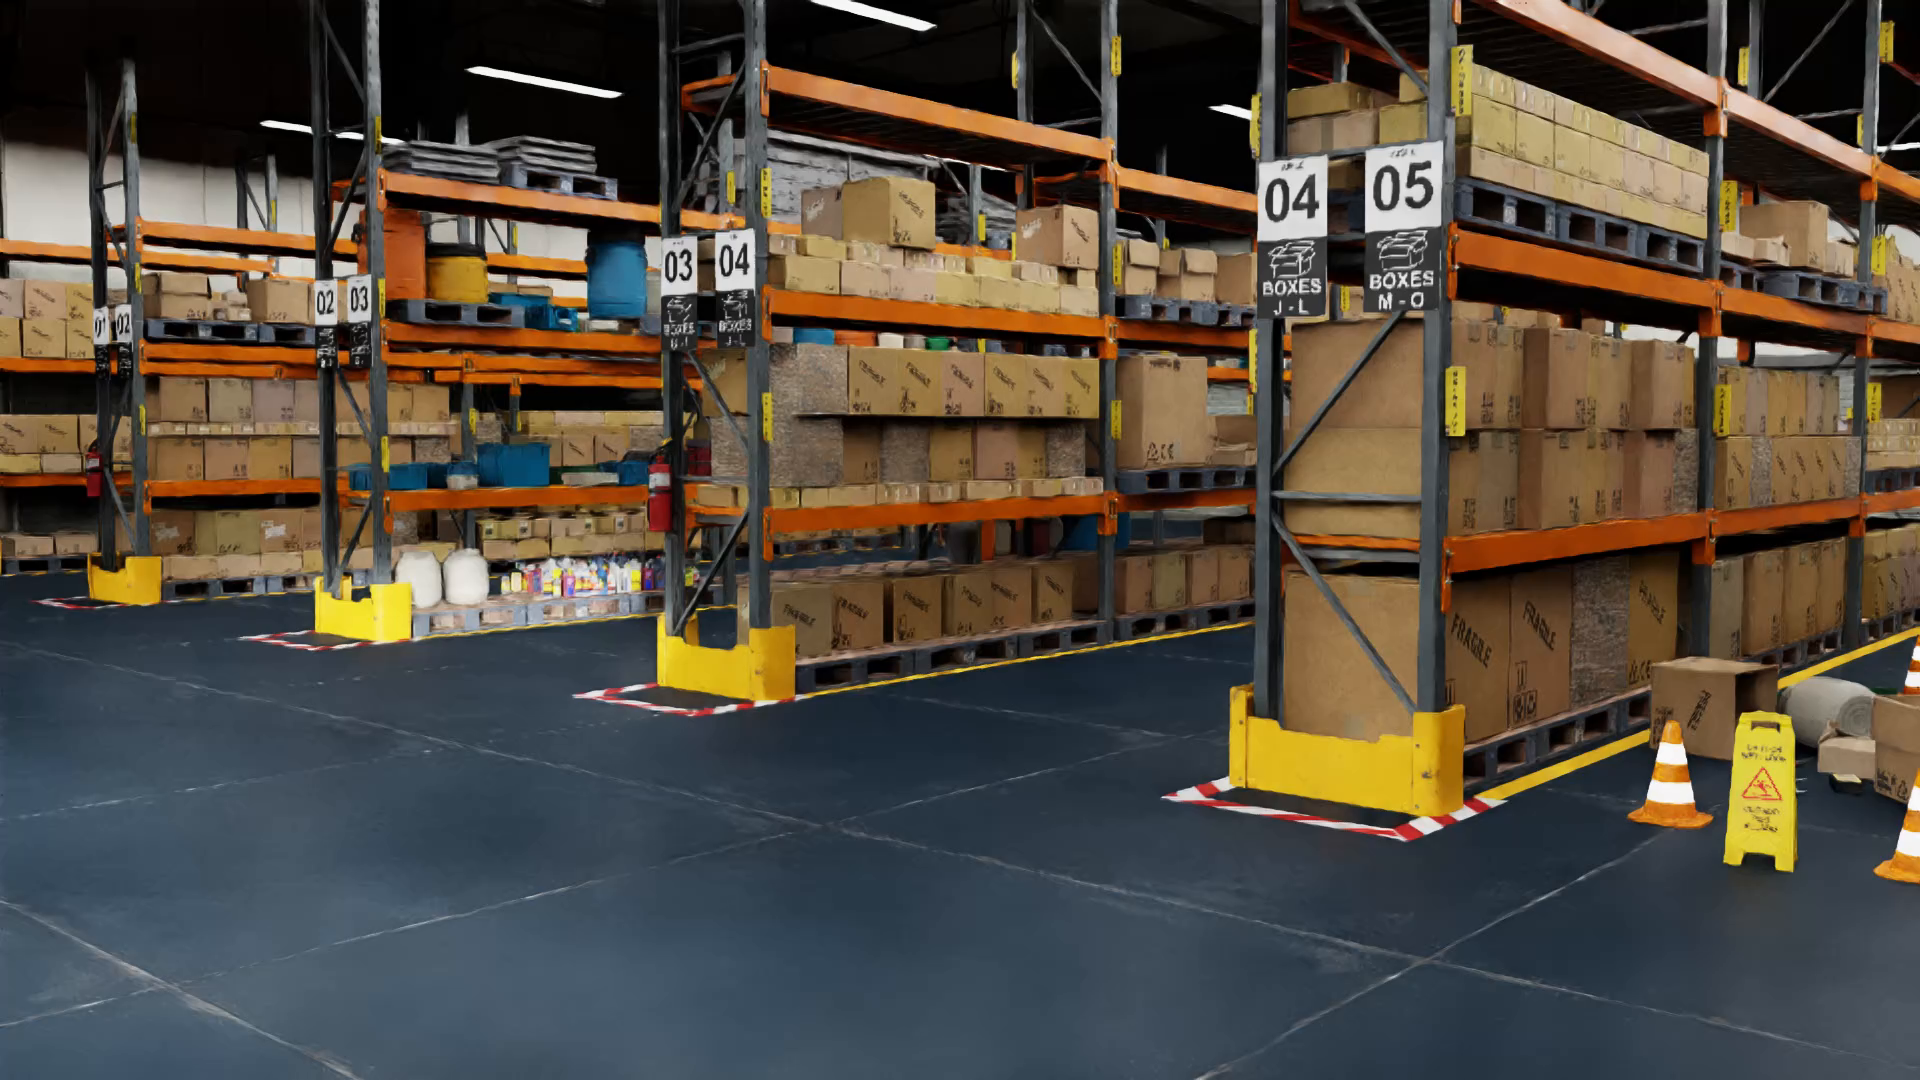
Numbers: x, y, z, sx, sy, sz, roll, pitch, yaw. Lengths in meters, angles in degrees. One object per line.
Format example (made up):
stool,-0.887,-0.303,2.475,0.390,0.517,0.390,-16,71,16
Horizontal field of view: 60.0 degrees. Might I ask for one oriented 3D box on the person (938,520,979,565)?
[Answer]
person,0.011,-0.071,16.491,0.363,1.668,0.483,3,5,40
